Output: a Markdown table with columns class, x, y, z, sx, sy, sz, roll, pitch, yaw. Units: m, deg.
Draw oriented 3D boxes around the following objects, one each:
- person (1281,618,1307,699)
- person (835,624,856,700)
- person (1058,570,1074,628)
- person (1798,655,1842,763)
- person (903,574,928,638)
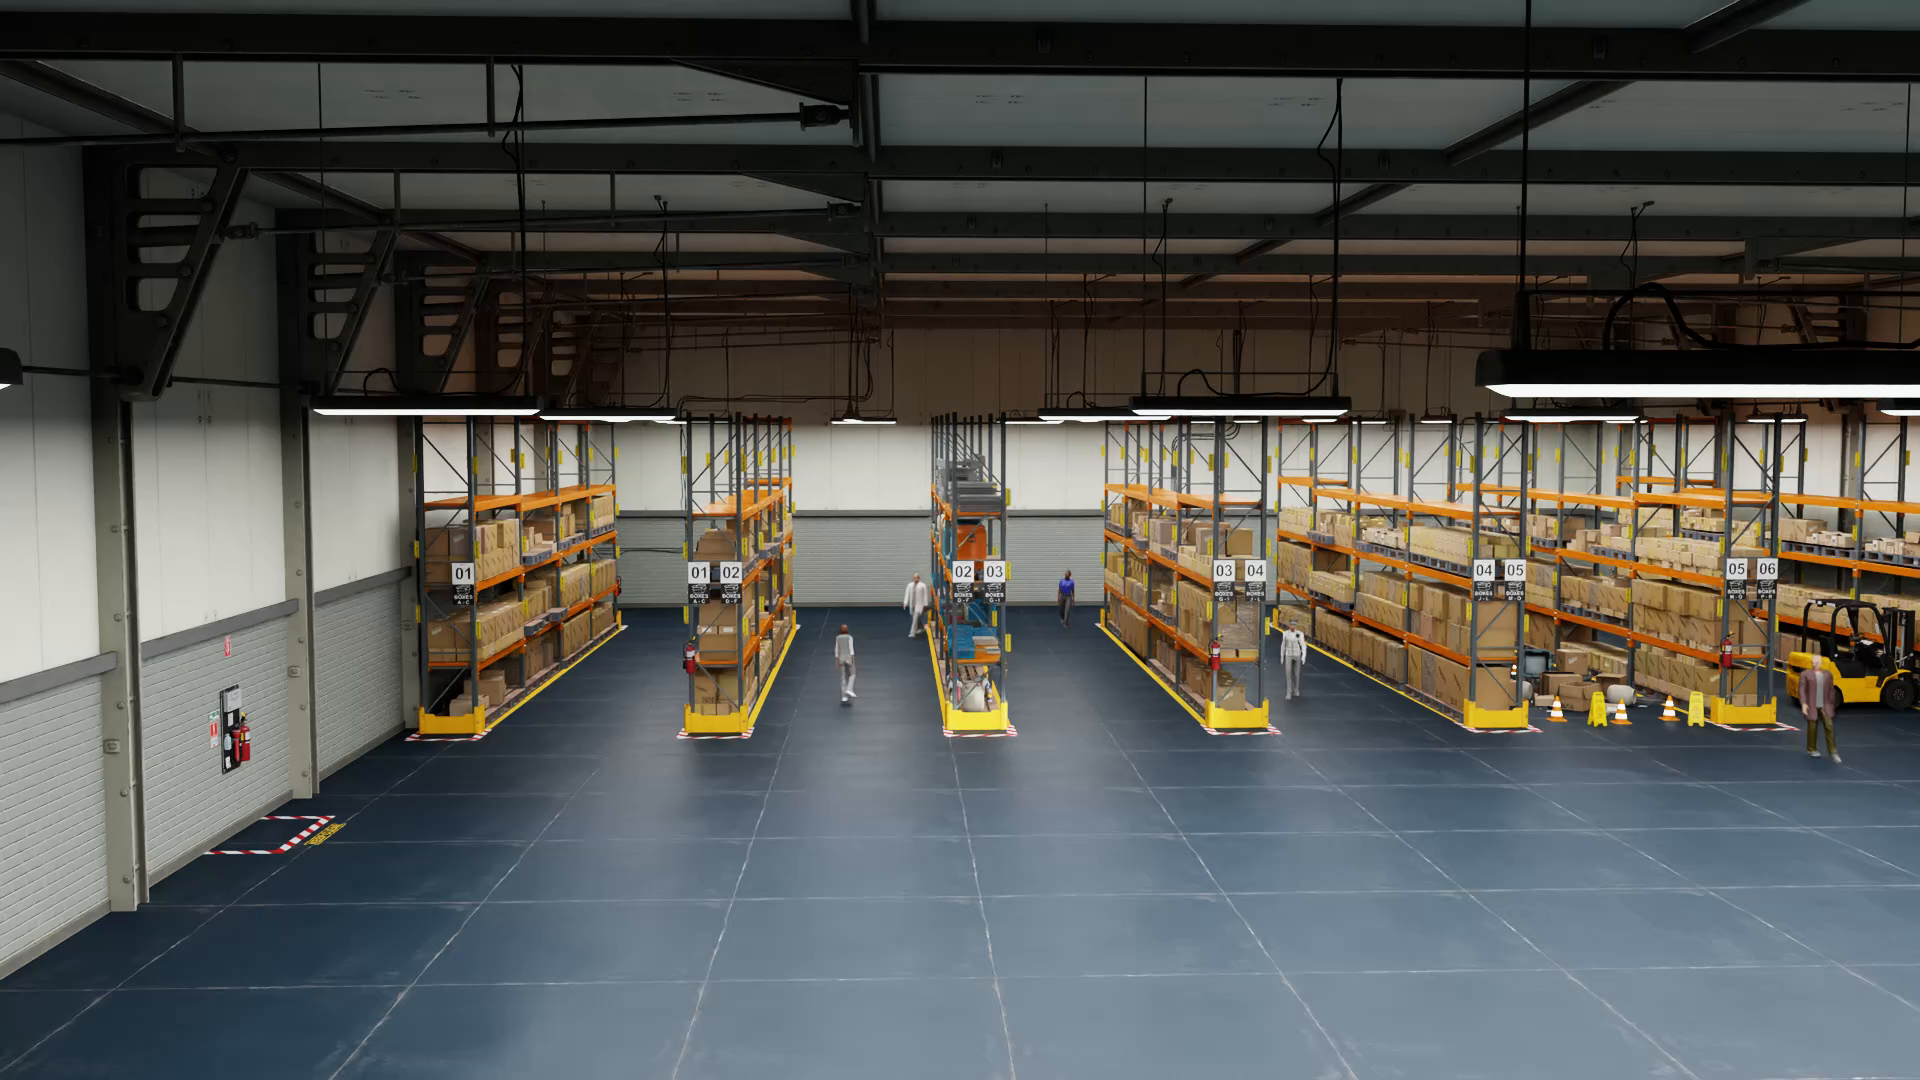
| class | x | y | z | sx | sy | sz | roll | pitch | yaw |
| --- | --- | --- | --- | --- | --- | --- | --- | --- | --- |
| person | 7.059 | 2.504 | 35.205 | 0.539 | 1.697 | 0.599 | 1 | 4 | 16 |
| person | -2.402 | 2.550 | 34.808 | 0.456 | 1.586 | 0.443 | 0 | 4 | 7 |
| person | 3.035 | 1.670 | 47.498 | 0.466 | 1.612 | 0.862 | 1 | 4 | 8 |
| person | 14.802 | 2.888 | 28.650 | 0.636 | 1.789 | 0.722 | 1 | 4 | 15 |
| person | -1.193 | 1.768 | 45.224 | 0.578 | 1.718 | 1.204 | 2 | 4 | 27 |
